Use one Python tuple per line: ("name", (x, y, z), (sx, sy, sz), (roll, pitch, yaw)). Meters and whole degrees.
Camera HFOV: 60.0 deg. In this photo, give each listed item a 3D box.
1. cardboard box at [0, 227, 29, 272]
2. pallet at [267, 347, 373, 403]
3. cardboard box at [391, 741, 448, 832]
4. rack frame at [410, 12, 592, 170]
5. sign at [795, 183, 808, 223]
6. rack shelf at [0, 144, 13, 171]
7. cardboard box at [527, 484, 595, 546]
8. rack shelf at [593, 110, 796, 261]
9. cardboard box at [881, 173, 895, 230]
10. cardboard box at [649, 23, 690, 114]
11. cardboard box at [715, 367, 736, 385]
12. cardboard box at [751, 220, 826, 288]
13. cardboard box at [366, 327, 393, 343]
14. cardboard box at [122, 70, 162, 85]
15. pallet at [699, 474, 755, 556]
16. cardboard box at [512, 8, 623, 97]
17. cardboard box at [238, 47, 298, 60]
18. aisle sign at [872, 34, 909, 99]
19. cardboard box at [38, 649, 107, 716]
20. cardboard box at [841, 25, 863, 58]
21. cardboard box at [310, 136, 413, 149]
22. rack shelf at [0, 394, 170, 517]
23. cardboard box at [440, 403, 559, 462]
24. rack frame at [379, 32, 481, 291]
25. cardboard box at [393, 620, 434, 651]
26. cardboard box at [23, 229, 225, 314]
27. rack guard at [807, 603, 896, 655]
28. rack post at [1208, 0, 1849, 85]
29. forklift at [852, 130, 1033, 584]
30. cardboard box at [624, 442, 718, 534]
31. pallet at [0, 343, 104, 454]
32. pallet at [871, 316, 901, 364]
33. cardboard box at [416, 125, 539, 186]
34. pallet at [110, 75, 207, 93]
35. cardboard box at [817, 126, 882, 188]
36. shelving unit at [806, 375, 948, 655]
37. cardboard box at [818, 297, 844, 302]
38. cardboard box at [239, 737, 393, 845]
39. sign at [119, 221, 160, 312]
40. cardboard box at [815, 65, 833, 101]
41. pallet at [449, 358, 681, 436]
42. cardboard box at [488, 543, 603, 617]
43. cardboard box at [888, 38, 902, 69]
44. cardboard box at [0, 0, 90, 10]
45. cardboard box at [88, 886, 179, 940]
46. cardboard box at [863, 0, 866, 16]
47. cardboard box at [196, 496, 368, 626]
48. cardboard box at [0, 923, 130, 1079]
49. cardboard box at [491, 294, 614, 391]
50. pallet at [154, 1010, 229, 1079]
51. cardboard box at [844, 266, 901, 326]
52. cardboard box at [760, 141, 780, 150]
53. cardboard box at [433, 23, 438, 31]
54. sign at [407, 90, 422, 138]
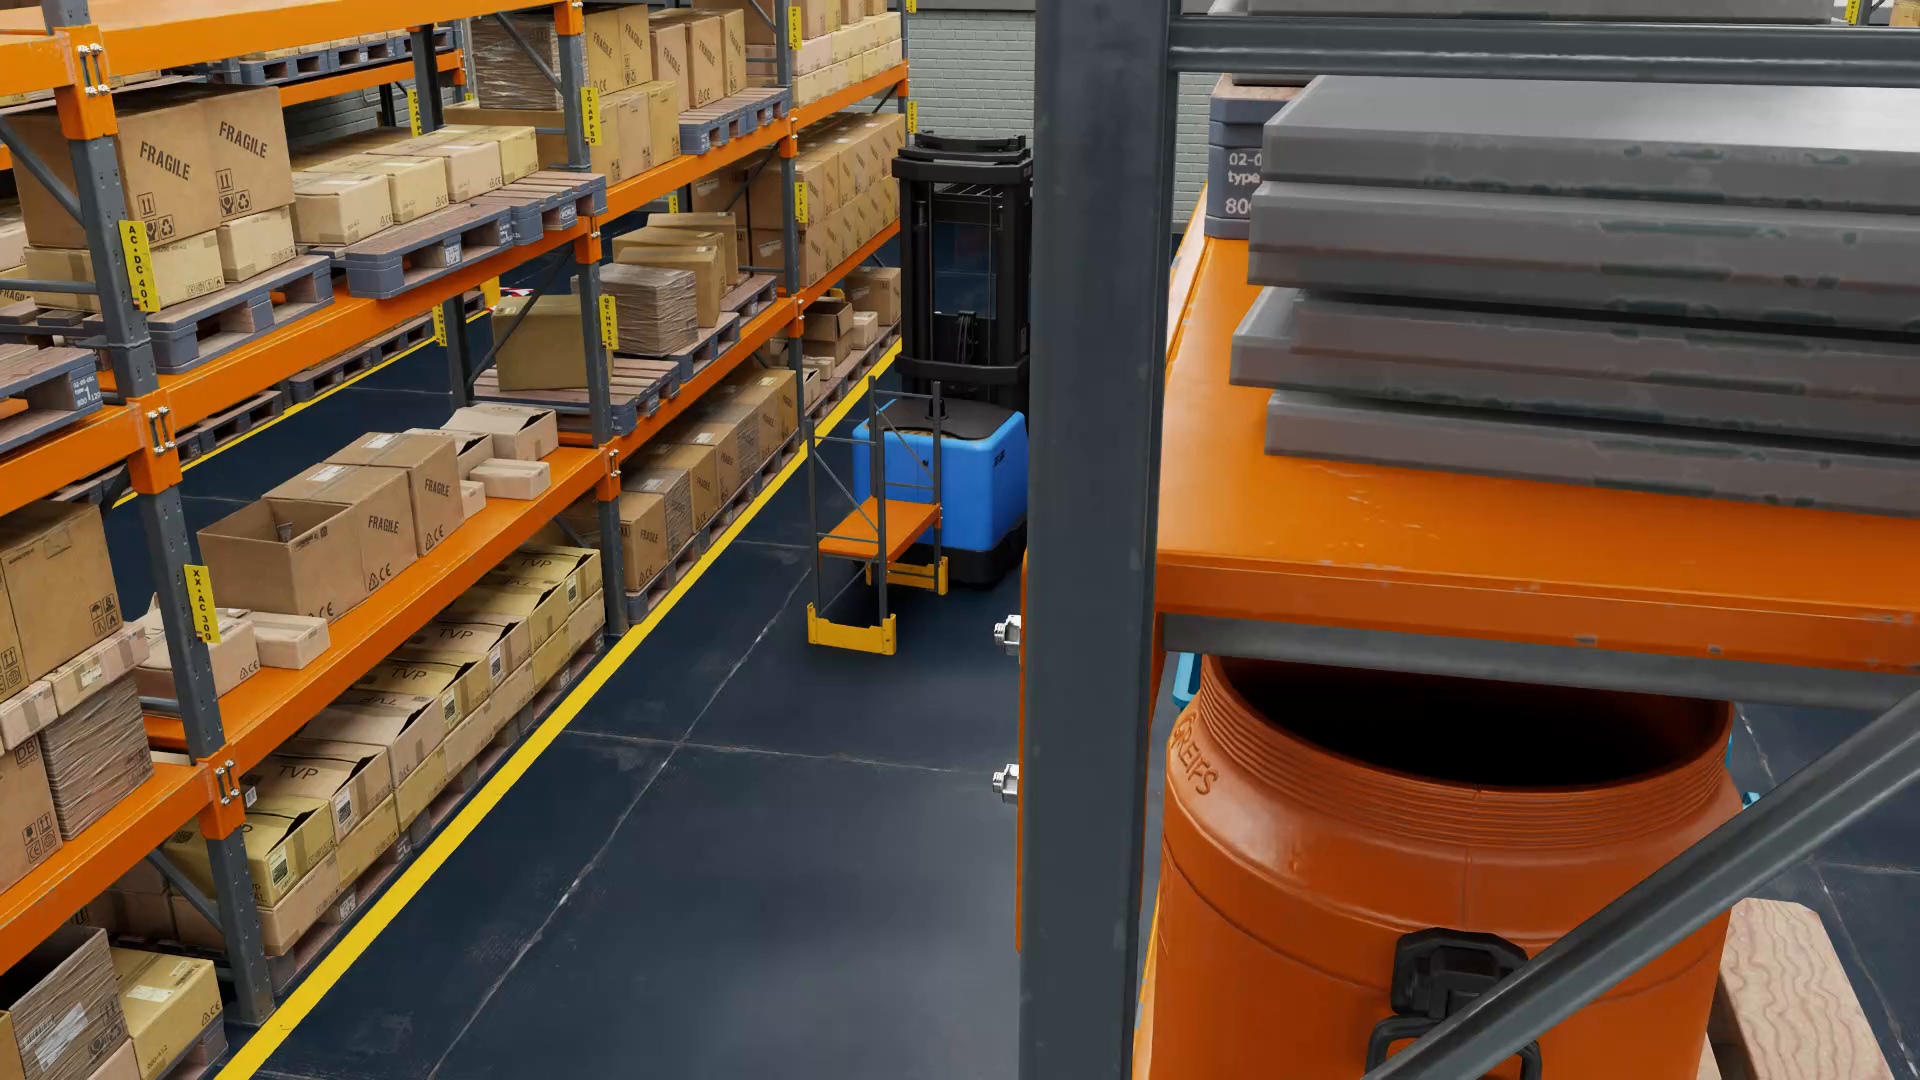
("cardboard box", (-7.063, -2.077, 11.932), (0.500, 0.250, 0.500), (4, 22, 10))
("pallet", (-6.469, -1.634, 16.128), (1.003, 0.211, 1.213), (4, 22, 11))
("cardboard box", (-2.949, 1.222, 8.421), (0.500, 0.250, 0.500), (4, 22, 9))
("rack frame", (-2.666, -3.599, 9.244), (1.000, 3.000, 0.127), (4, 22, 11))
("sign", (-1.306, -2.775, 13.679), (0.100, 0.325, 0.005), (4, 22, 11))
("rack shelf", (-7.108, -2.981, 12.689), (1.077, 0.370, 4.000), (4, 22, 11))
("cardboard box", (-2.705, -0.220, 11.643), (0.500, 0.500, 0.500), (5, 23, 13))
("rack shelf", (-2.258, -2.605, 11.755), (1.077, 0.370, 4.000), (4, 22, 11))
("cardboard box", (-0.961, -3.414, 16.680), (0.500, 0.500, 0.500), (5, 22, 11))
("cardboard box", (-2.294, -3.291, 11.665), (0.600, 0.600, 0.600), (4, 22, 9))
("cardboard box", (-2.187, -1.165, 13.988), (0.500, 0.500, 0.500), (3, 22, 8))
("cardboard box", (-1.479, -2.491, 14.389), (0.500, 0.500, 0.500), (5, 22, 12))
("cardboard box", (-6.235, -2.327, 16.900), (0.700, 0.500, 0.500), (5, 22, 12))
("cardboard box", (-6.987, -3.983, 13.491), (0.700, 0.500, 0.500), (3, 22, 8))
("pallet", (-2.226, -0.237, 12.661), (1.003, 0.211, 1.213), (4, 22, 11))
("cardboard box", (-2.467, -3.063, 10.457), (0.500, 0.500, 0.500), (4, 22, 11))
("cardboard box", (-6.301, -4.451, 14.879), (0.500, 0.250, 0.500), (4, 22, 11))
("aisle sign", (-0.720, -4.949, 17.147), (0.394, 0.787, 0.004), (4, 22, 11))
("cardboard box", (-3.381, 0.506, 6.081), (0.380, 0.149, 0.250), (4, 22, 10))
("cardboard box", (-1.192, -4.539, 15.126), (0.500, 0.250, 0.500), (4, 22, 11))
("cardboard box", (-6.116, -3.803, 17.379), (0.980, 0.700, 0.700), (4, 22, 10))
("rack shelf", (-3.891, 0.321, 4.490), (1.077, 0.370, 4.000), (4, 22, 11))
("cardboard box", (-2.783, -0.645, 10.059), (0.500, 0.311, 0.500), (6, 23, 14))
("rack frame", (-5.884, -4.118, 18.563), (1.000, 3.000, 0.127), (4, 22, 11))
("cardboard box", (-3.266, 0.553, 9.334), (0.500, 0.311, 0.500), (4, 22, 9))
("cardboard box", (-3.347, -1.094, 6.679), (0.500, 0.250, 0.500), (7, 23, 16))
("rack guard", (-0.692, 0.566, 10.613), (0.587, 0.250, 0.087), (7, 23, 17))
("rack post", (0.914, -0.970, 2.818), (0.937, 0.300, 0.954), (4, 22, 10))
("forklift", (0.204, -1.580, 12.354), (1.130, 2.935, 3.031), (7, 23, 18))
("cardboard box", (-2.085, -0.380, 12.039), (0.500, 0.500, 0.500), (4, 22, 10))
("pallet", (-3.631, -0.389, 5.409), (1.003, 0.211, 1.213), (4, 22, 11))
("pallet", (-1.211, -2.129, 17.357), (1.003, 0.211, 1.213), (4, 22, 11))
("cardboard box", (-2.704, -2.162, 9.331), (0.500, 0.250, 0.500), (3, 22, 7))
("pallet", (-6.839, -3.619, 13.564), (0.805, 0.209, 1.217), (4, 22, 9))
("cardboard box", (-1.059, -3.693, 16.037), (0.500, 0.500, 0.500), (5, 22, 12))
("shelving unit", (-0.531, -0.190, 10.817), (0.587, 1.500, 1.083), (7, 23, 17))
("cardboard box", (-1.456, -2.496, 17.764), (0.380, 0.149, 0.250), (4, 22, 11))
("cardboard box", (-3.047, 1.153, 7.844), (0.500, 0.311, 0.500), (4, 22, 10))
("sign", (-2.939, -0.979, 5.957), (0.100, 0.325, 0.005), (4, 22, 11))
("cardboard box", (-1.403, -3.942, 14.312), (0.500, 0.250, 0.500), (4, 22, 11))
("pallet", (-2.597, -0.980, 11.029), (1.213, 0.211, 1.003), (4, 22, 11))
("cardboard box", (-2.532, 0.215, 10.173), (0.500, 0.311, 0.500), (5, 22, 12))
("cardboard box", (-0.881, -4.856, 16.580), (0.500, 0.250, 0.500), (4, 22, 11))
("cardboard box", (-7.106, -4.130, 12.851), (0.500, 0.250, 0.500), (4, 22, 9))
("cardboard box", (-3.682, 1.554, 7.599), (0.500, 0.250, 0.500), (4, 22, 10))
("cardboard box", (-1.308, -5.278, 15.956), (0.700, 0.500, 0.500), (4, 22, 11))
("cardboard box", (-3.202, 0.128, 7.886), (0.500, 0.500, 0.500), (6, 23, 15))
("cardboard box", (-3.477, 1.748, 6.113), (0.500, 0.500, 0.500), (4, 22, 11))
("cardboard box", (-2.648, -1.296, 10.860), (0.700, 0.500, 0.500), (-3, 22, -7))
("pallet", (-3.686, 2.228, 6.539), (1.003, 0.211, 1.213), (4, 22, 11))
("cardboard box", (-0.904, -2.569, 17.473), (0.500, 0.500, 0.500), (4, 22, 11))
("cardboard box", (-1.795, -3.366, 15.223), (0.500, 0.500, 0.500), (5, 22, 11))
("cardboard box", (-5.774, -5.393, 17.219), (0.500, 0.250, 0.500), (5, 23, 13))
("sign", (-3.197, -2.489, 9.812), (0.100, 0.325, 0.005), (4, 22, 11))
